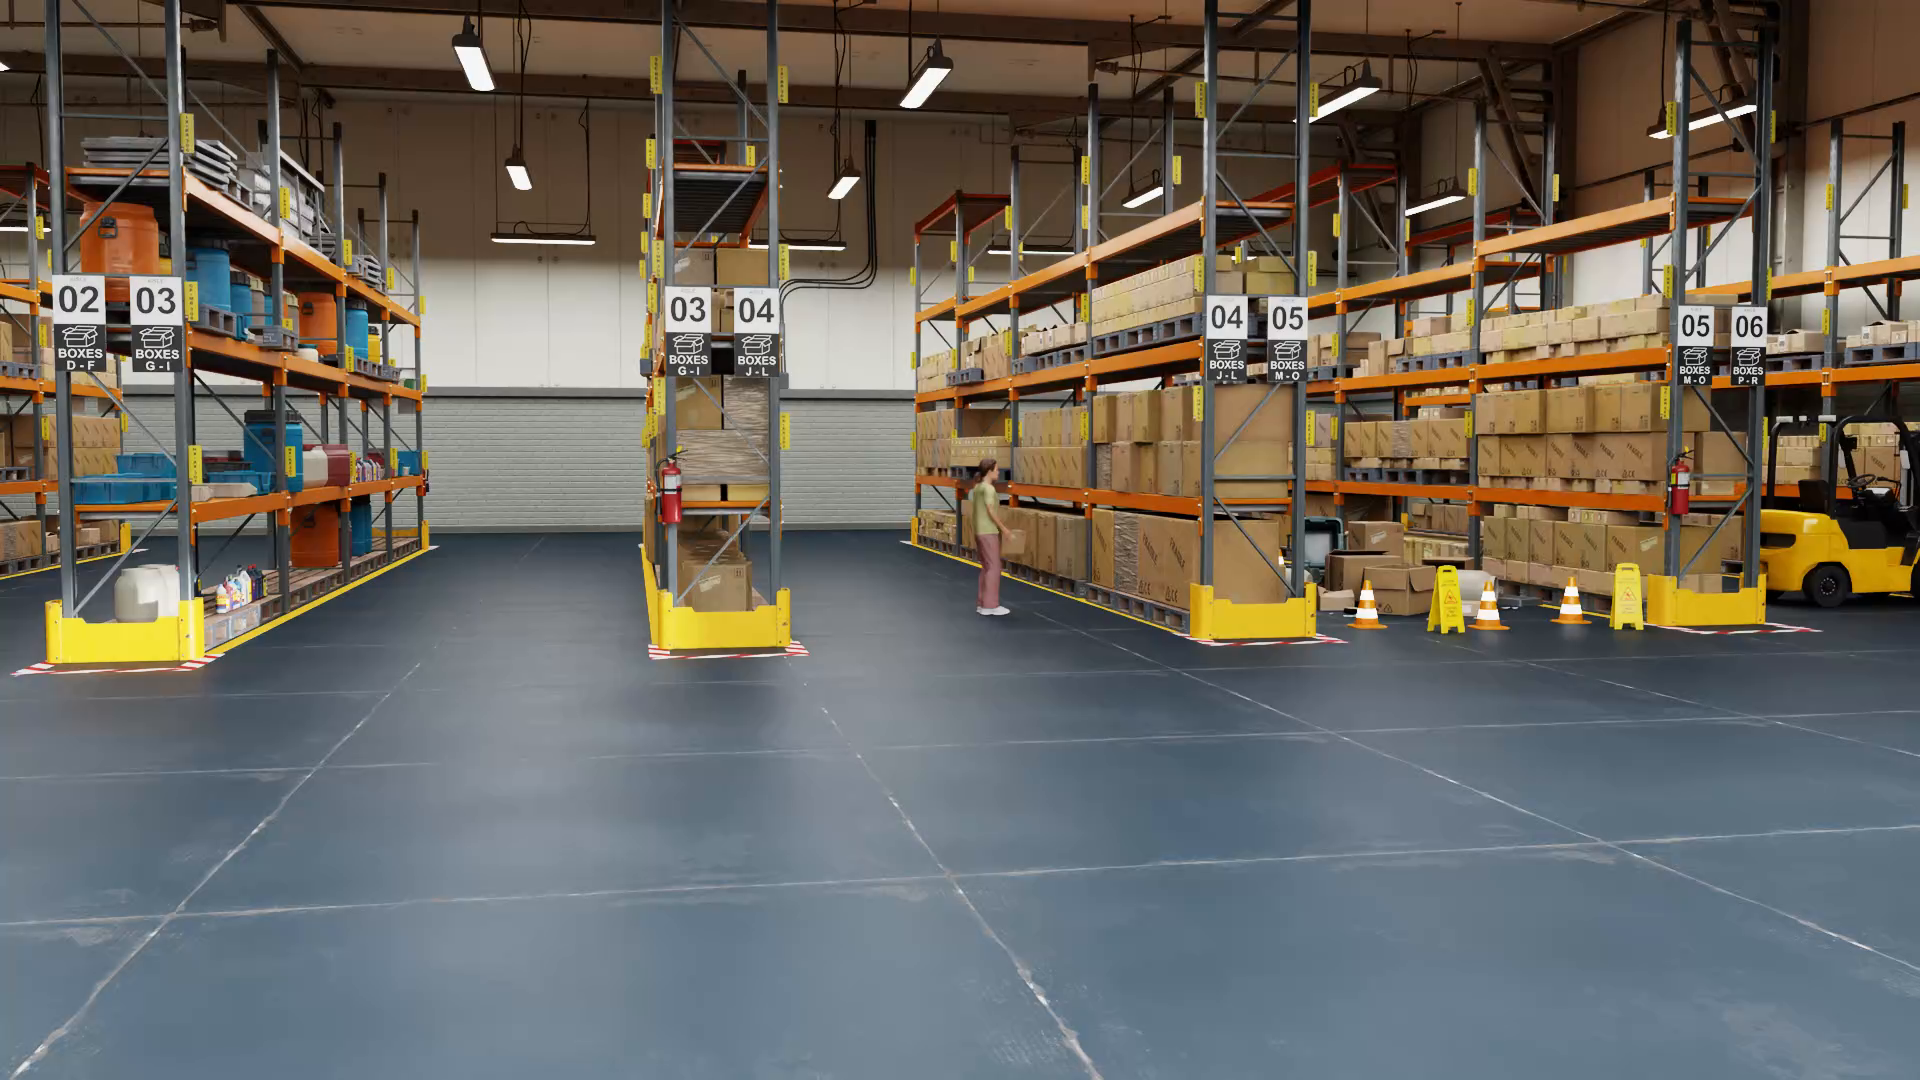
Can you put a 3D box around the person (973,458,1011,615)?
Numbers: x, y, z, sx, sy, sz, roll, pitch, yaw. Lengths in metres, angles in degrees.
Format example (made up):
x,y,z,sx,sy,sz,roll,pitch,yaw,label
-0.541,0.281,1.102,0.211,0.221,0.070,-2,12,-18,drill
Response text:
x,y,z,sx,sy,sz,roll,pitch,yaw,label
0.326,-0.042,17.897,0.398,1.676,0.472,-1,3,-12,person
